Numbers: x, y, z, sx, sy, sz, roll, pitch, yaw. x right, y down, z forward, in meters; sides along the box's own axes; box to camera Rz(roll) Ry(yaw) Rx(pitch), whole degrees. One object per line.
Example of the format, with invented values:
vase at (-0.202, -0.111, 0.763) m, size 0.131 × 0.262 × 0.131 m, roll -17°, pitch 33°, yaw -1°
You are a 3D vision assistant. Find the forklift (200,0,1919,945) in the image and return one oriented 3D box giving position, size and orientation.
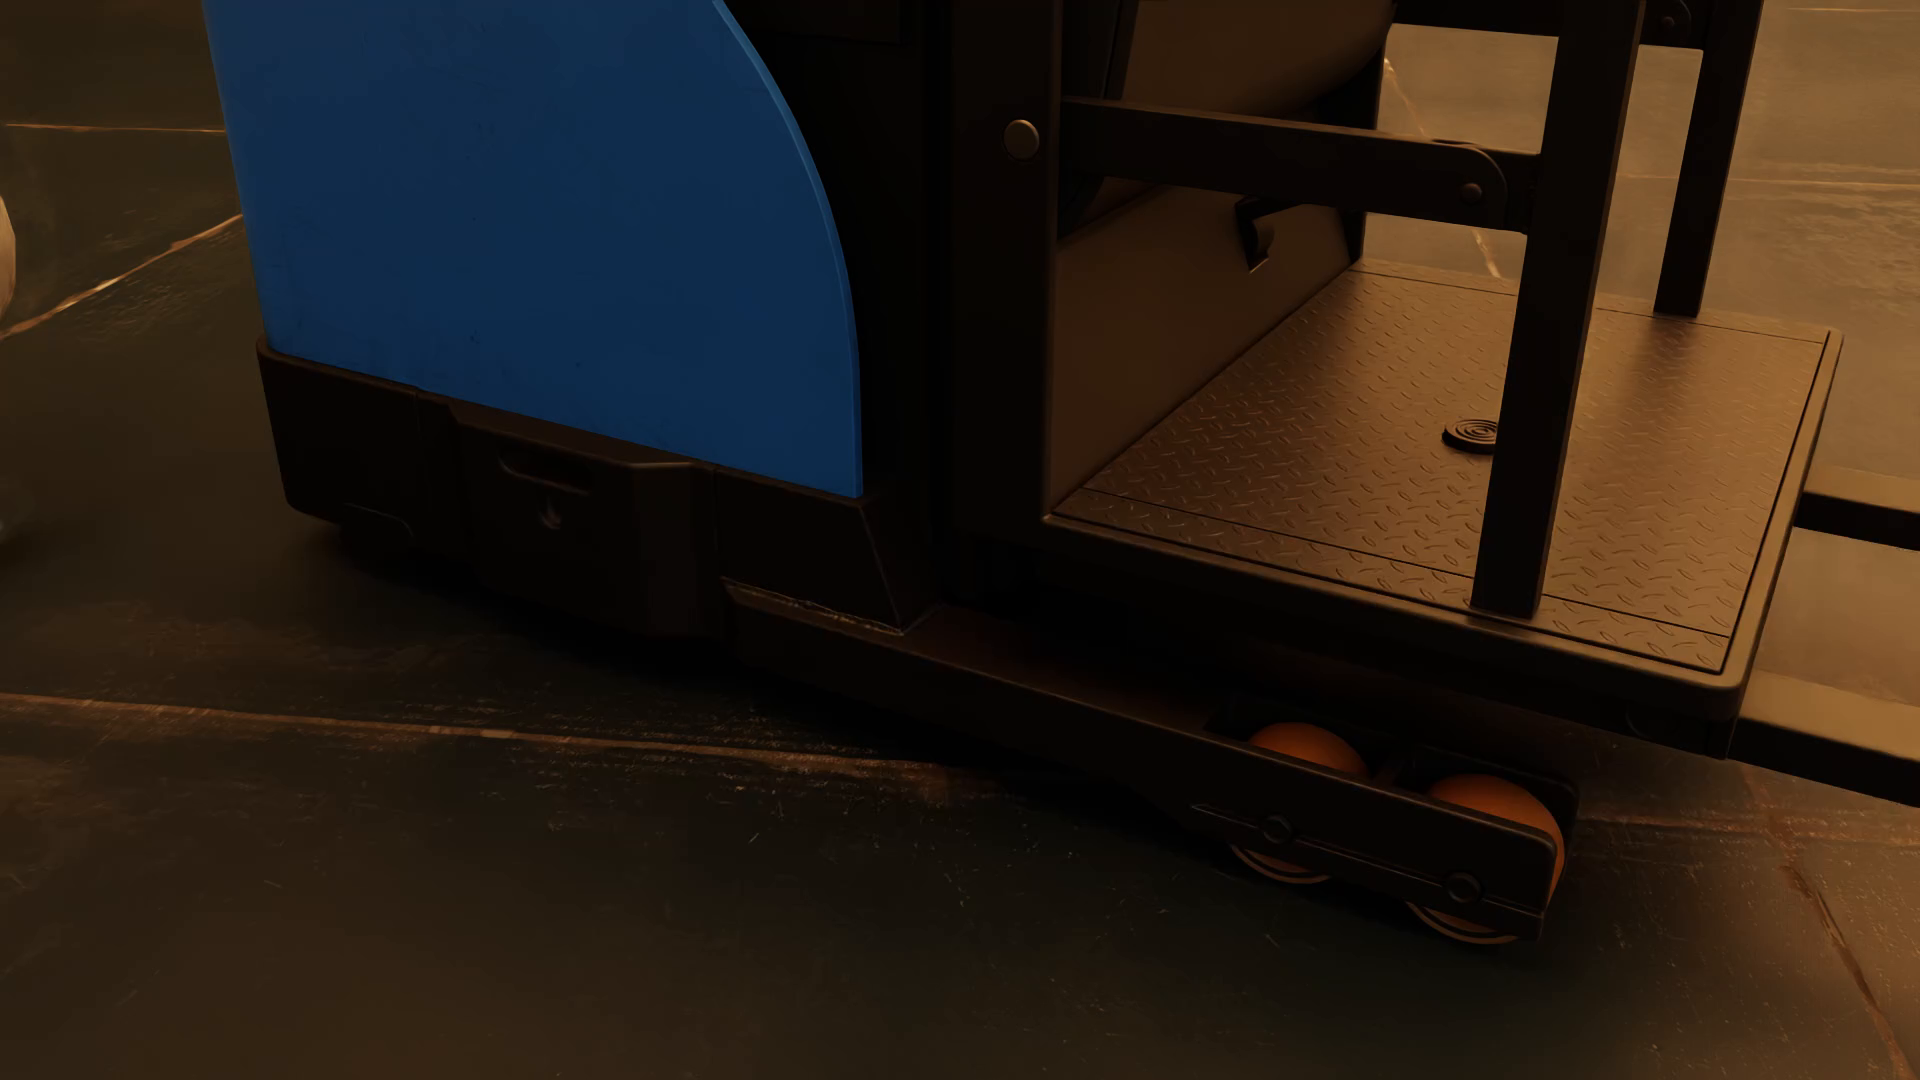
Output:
forklift at (0.529, -1.176, 1.574) m, size 3.031 × 2.935 × 1.130 m, roll 14°, pitch 30°, yaw 26°

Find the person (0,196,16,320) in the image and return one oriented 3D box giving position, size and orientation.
person at (-1.642, -0.715, 2.083) m, size 0.897 × 1.667 × 0.505 m, roll 6°, pitch 27°, yaw 12°
